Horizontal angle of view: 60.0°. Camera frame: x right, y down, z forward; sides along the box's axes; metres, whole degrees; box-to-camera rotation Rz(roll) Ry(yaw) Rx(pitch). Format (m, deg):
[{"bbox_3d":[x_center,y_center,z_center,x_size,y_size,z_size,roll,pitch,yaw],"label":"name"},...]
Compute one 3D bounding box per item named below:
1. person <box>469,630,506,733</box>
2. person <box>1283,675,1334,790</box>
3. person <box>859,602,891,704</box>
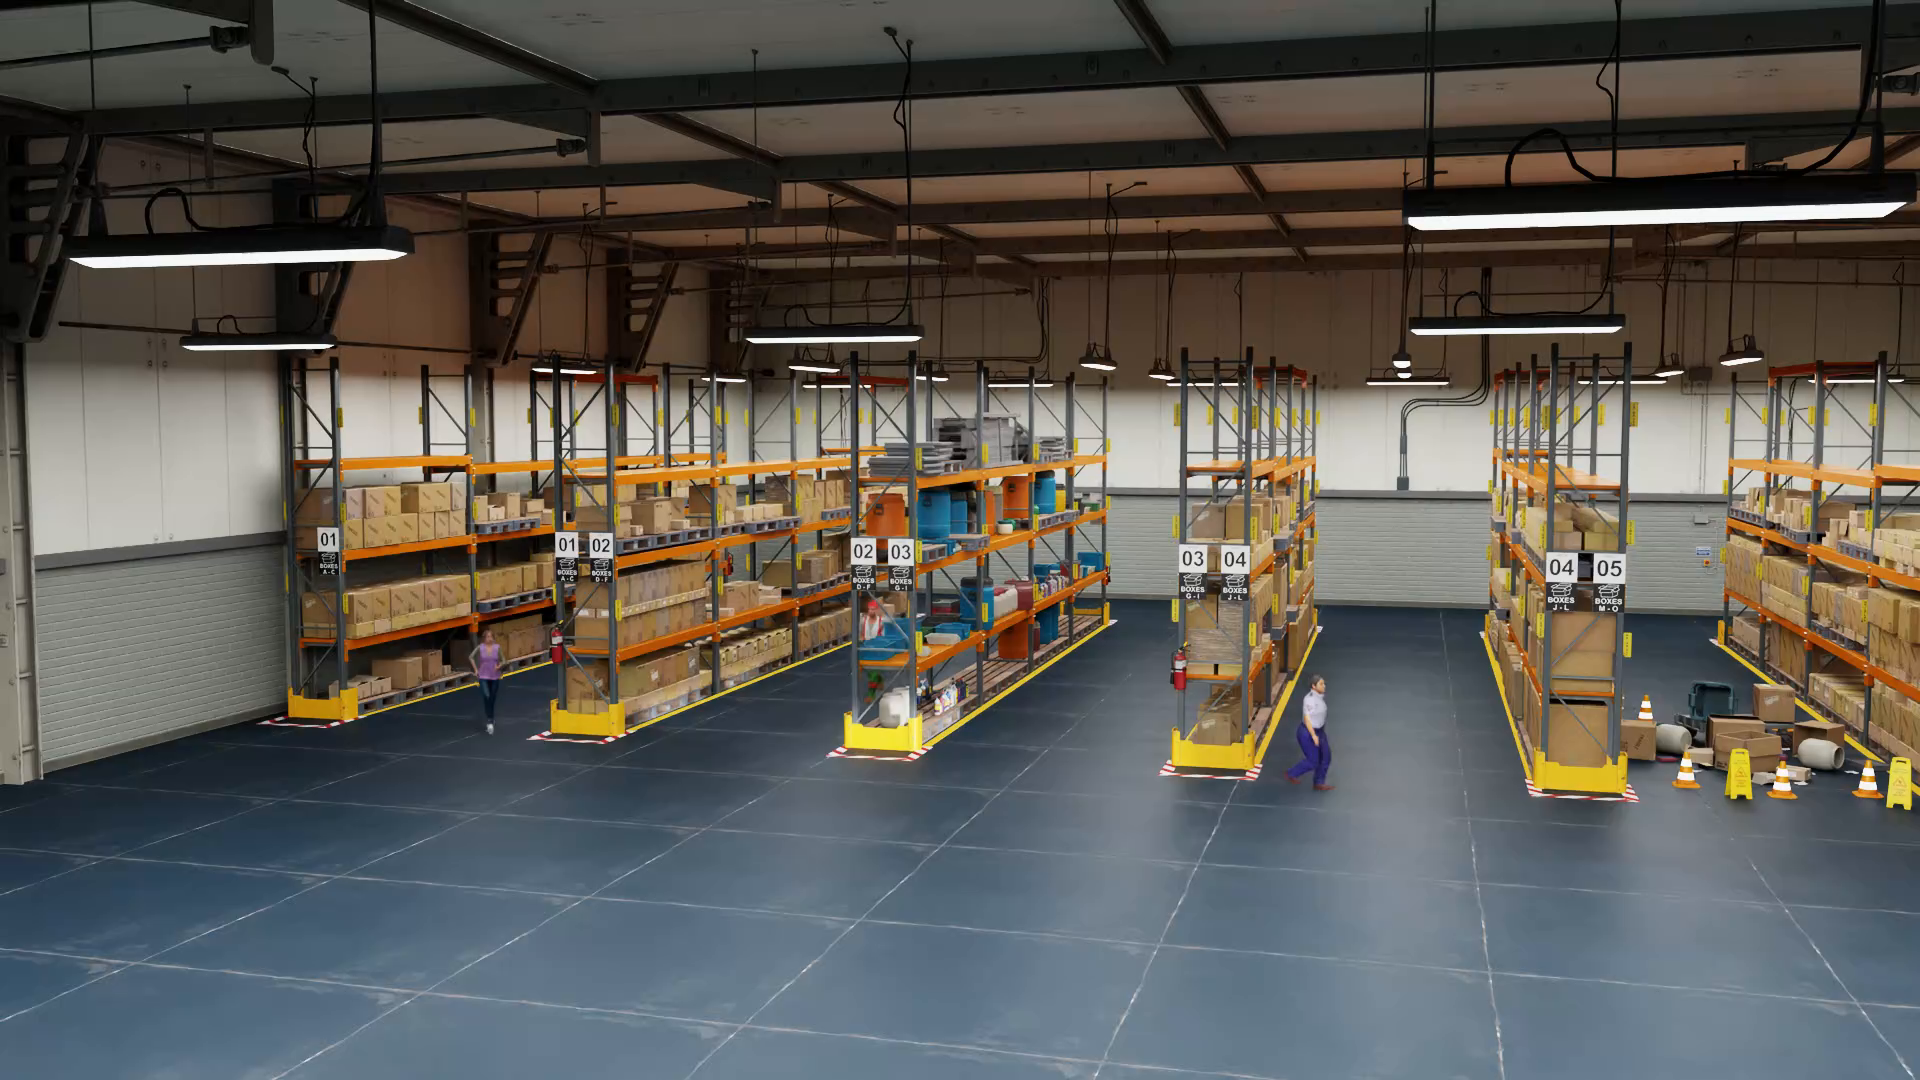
[{"bbox_3d":[-7.583,2.245,26.723,0.563,1.628,0.774,-2,5,-23],"label":"person"},{"bbox_3d":[4.665,2.575,22.284,0.677,1.580,0.586,2,5,29],"label":"person"},{"bbox_3d":[-1.518,1.960,29.391,0.664,1.766,0.975,1,4,19],"label":"person"}]
